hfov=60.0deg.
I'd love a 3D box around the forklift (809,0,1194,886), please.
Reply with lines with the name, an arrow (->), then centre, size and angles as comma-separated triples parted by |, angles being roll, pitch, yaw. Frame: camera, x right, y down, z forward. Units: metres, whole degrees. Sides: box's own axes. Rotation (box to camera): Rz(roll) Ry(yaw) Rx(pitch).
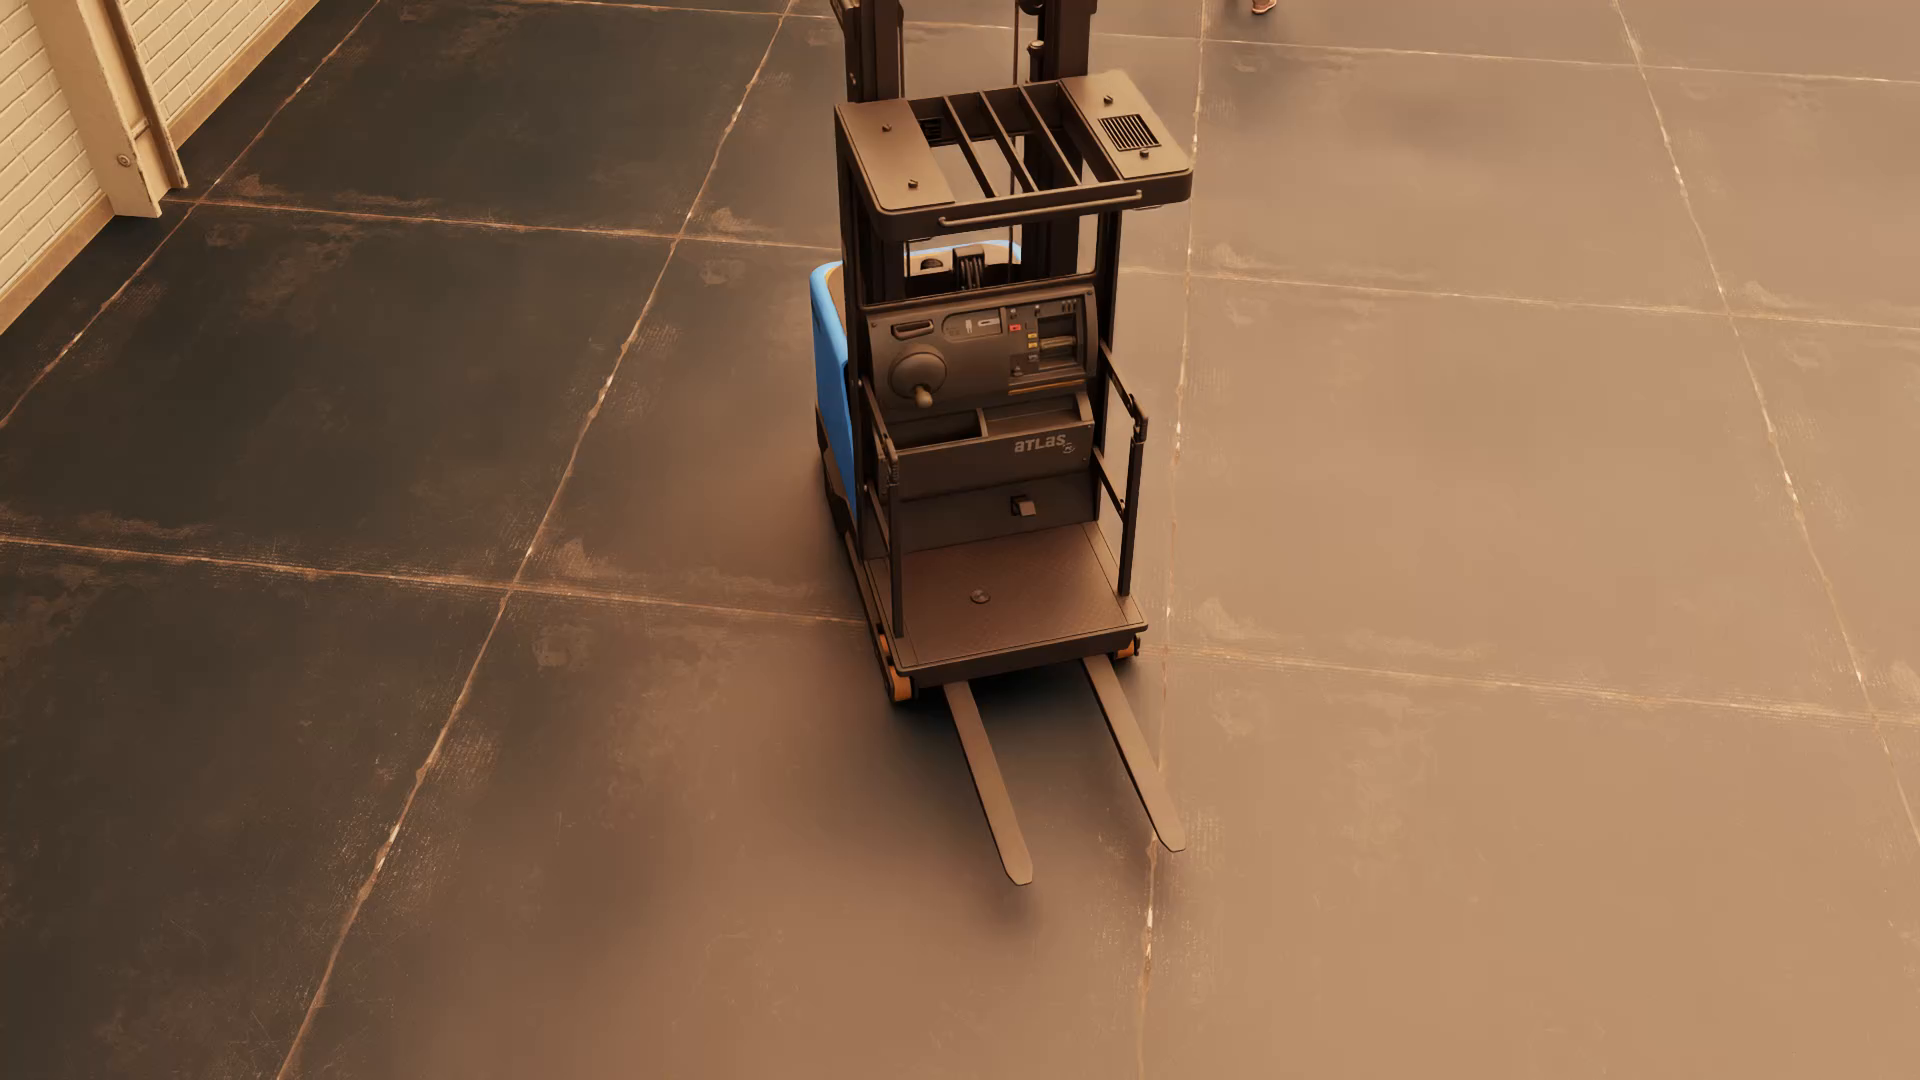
forklift -> 0.153, -0.681, 6.465 | 1.130, 2.935, 3.031 | -10, 44, -11

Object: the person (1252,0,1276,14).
person -> 2.195, -4.536, 11.673 | 0.557, 1.706, 0.476 | 23, 47, 23
